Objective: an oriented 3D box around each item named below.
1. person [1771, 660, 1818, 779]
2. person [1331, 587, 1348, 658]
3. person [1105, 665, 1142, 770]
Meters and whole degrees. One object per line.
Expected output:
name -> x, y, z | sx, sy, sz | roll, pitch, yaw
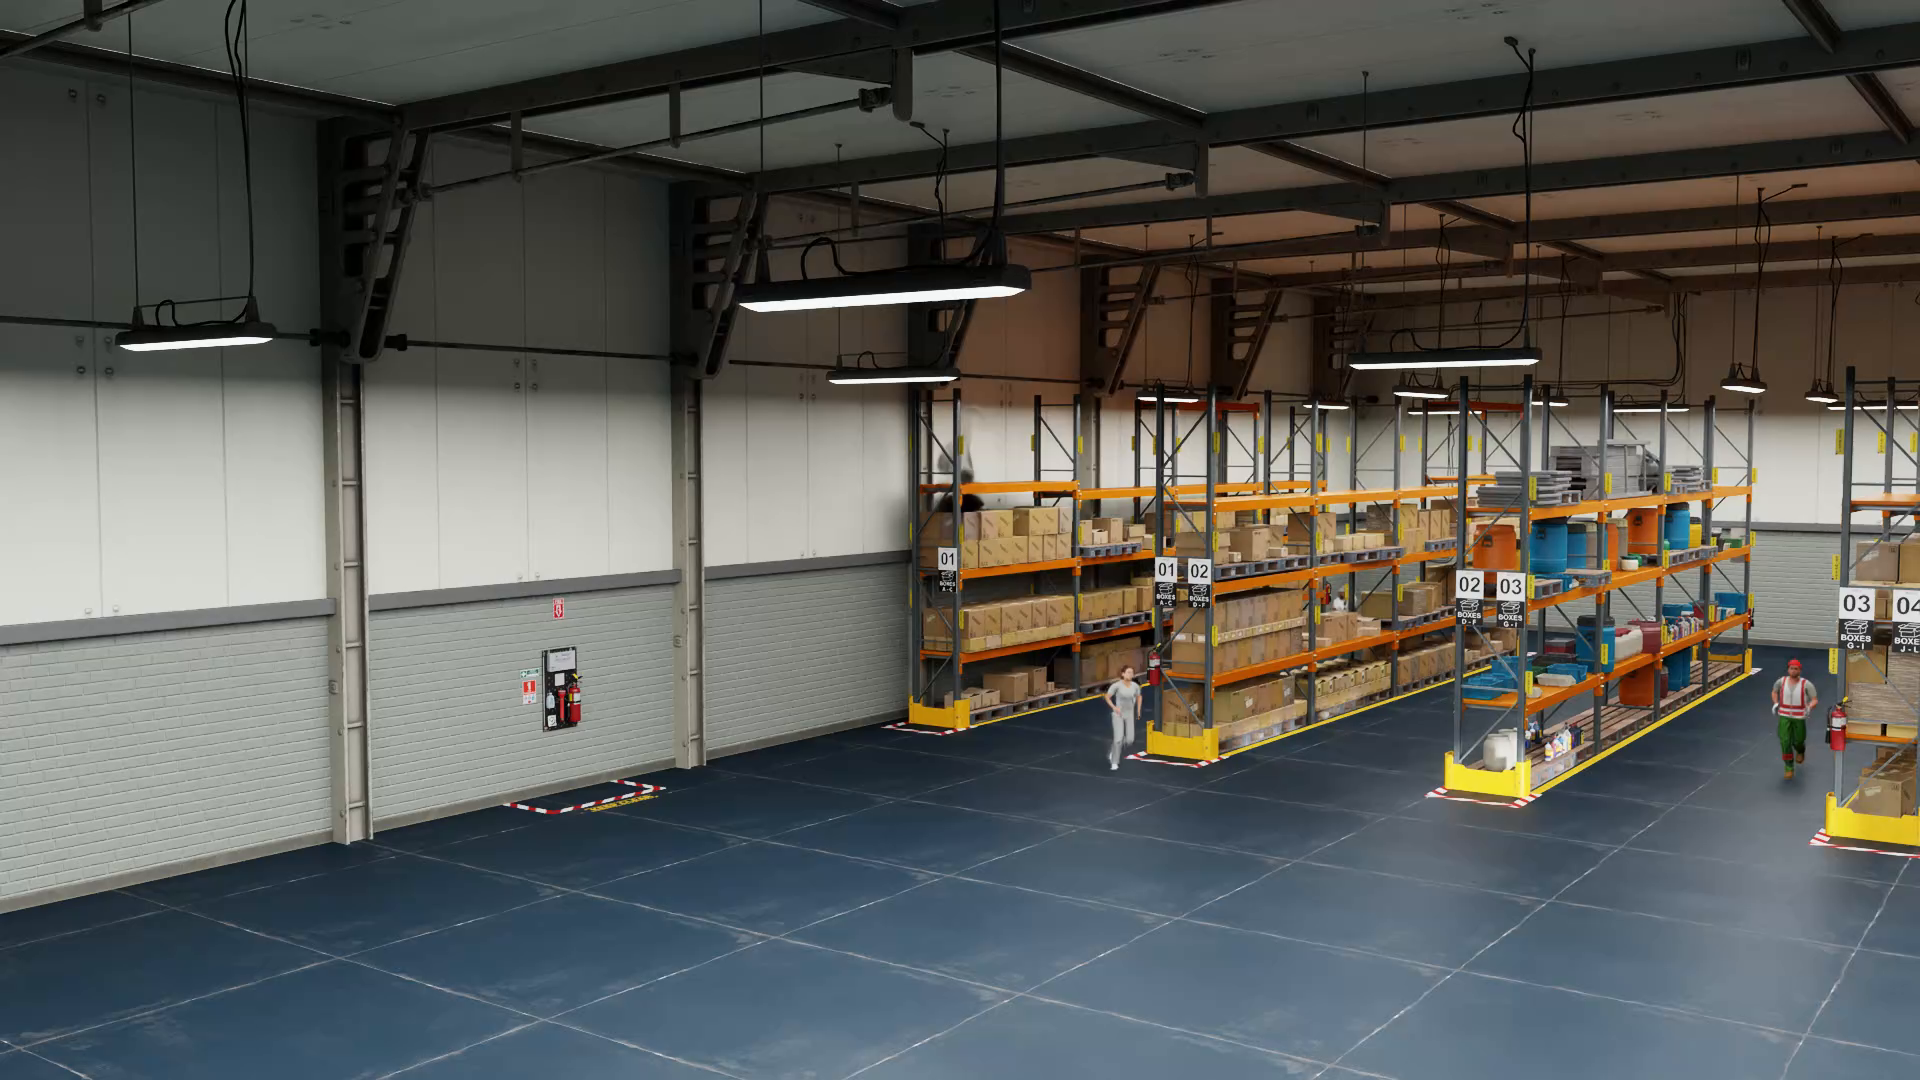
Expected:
person -> 12.630, 2.693, 25.217 | 0.655, 1.774, 0.845 | 2, 4, 35
person -> 9.050, 1.941, 39.432 | 0.576, 1.670, 0.653 | 2, 4, 28
person -> 2.549, 2.749, 25.784 | 0.656, 1.579, 0.550 | -1, 3, -18
